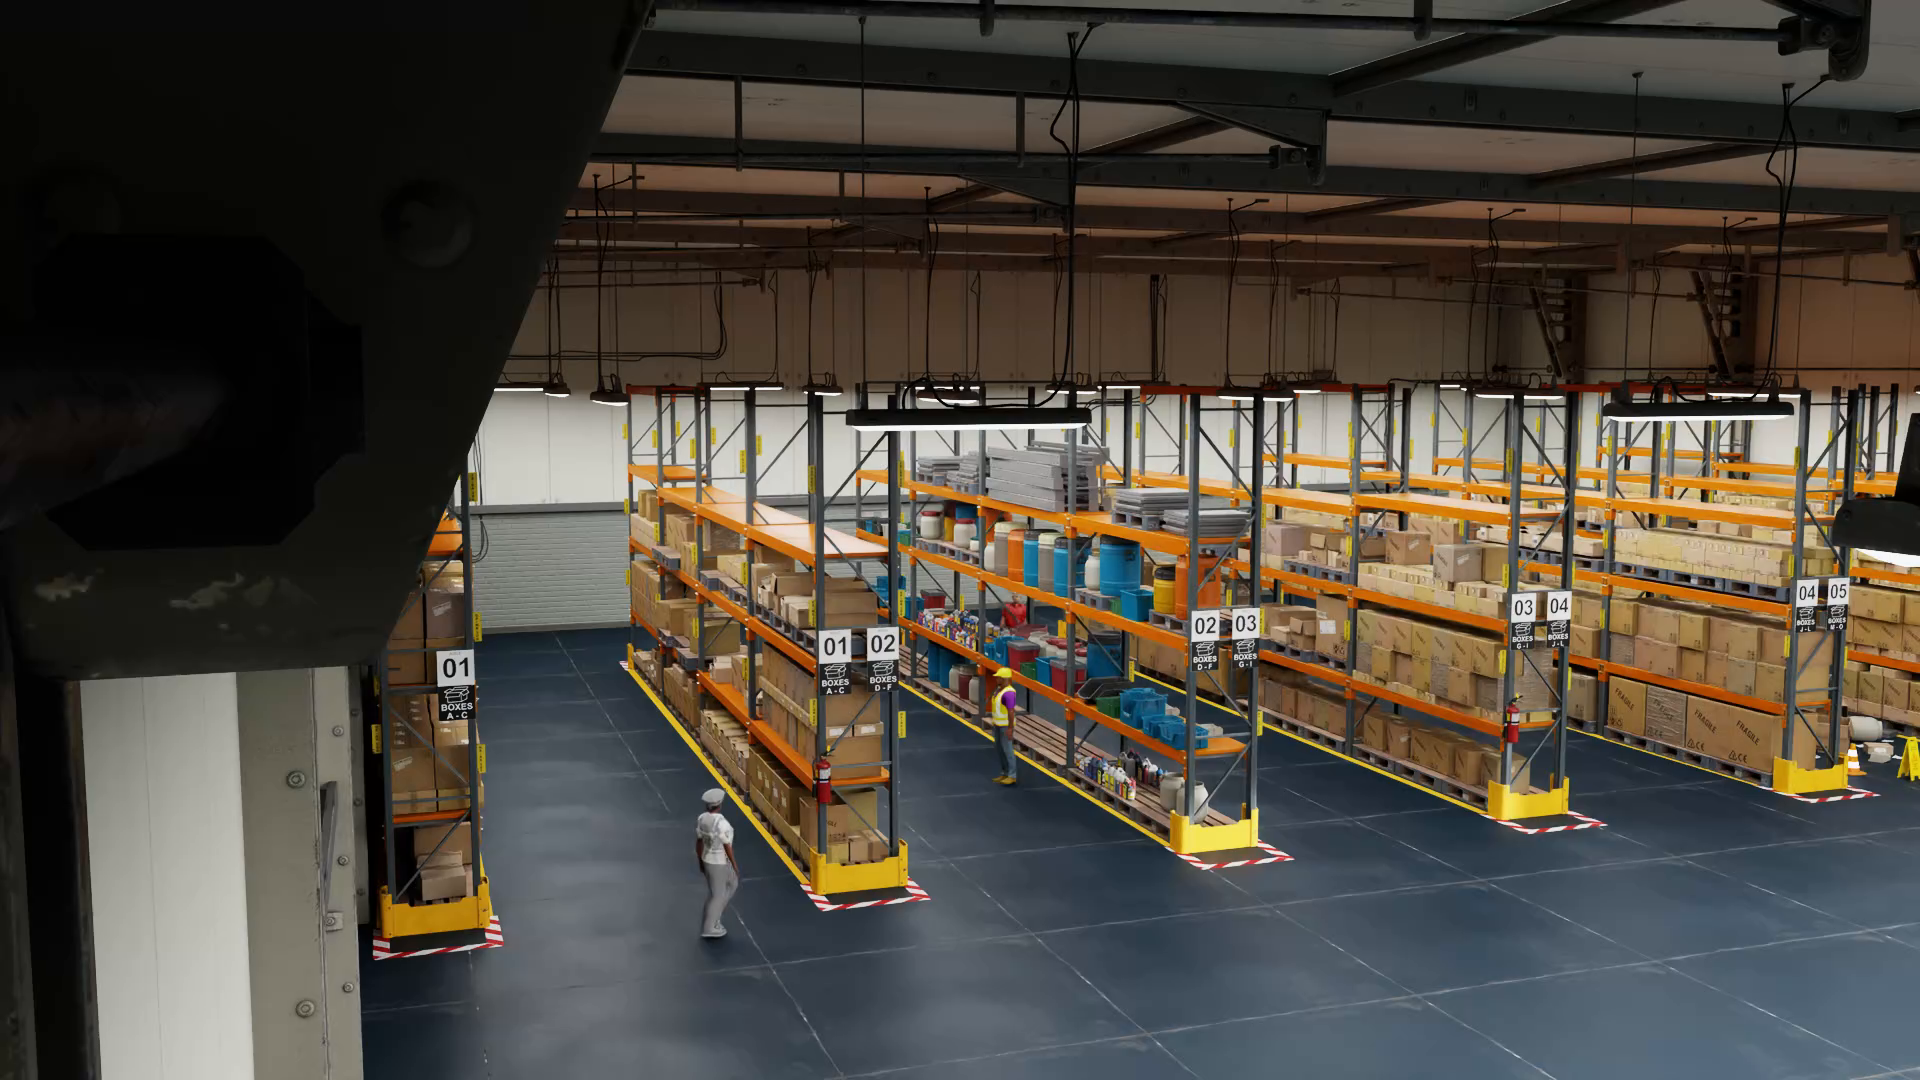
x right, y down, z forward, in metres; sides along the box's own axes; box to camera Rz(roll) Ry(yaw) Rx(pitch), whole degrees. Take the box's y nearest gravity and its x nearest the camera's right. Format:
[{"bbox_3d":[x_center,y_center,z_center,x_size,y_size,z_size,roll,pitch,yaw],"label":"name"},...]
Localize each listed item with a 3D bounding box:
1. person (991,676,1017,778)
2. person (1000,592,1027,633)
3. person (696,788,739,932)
[{"bbox_3d":[0.681,2.856,25.363,0.362,1.570,0.675,-2,6,-19],"label":"person"},{"bbox_3d":[1.086,1.922,33.381,0.601,1.774,0.428,-1,6,-6],"label":"person"},{"bbox_3d":[-2.670,3.541,18.441,0.477,1.600,0.465,-2,6,-16],"label":"person"}]
